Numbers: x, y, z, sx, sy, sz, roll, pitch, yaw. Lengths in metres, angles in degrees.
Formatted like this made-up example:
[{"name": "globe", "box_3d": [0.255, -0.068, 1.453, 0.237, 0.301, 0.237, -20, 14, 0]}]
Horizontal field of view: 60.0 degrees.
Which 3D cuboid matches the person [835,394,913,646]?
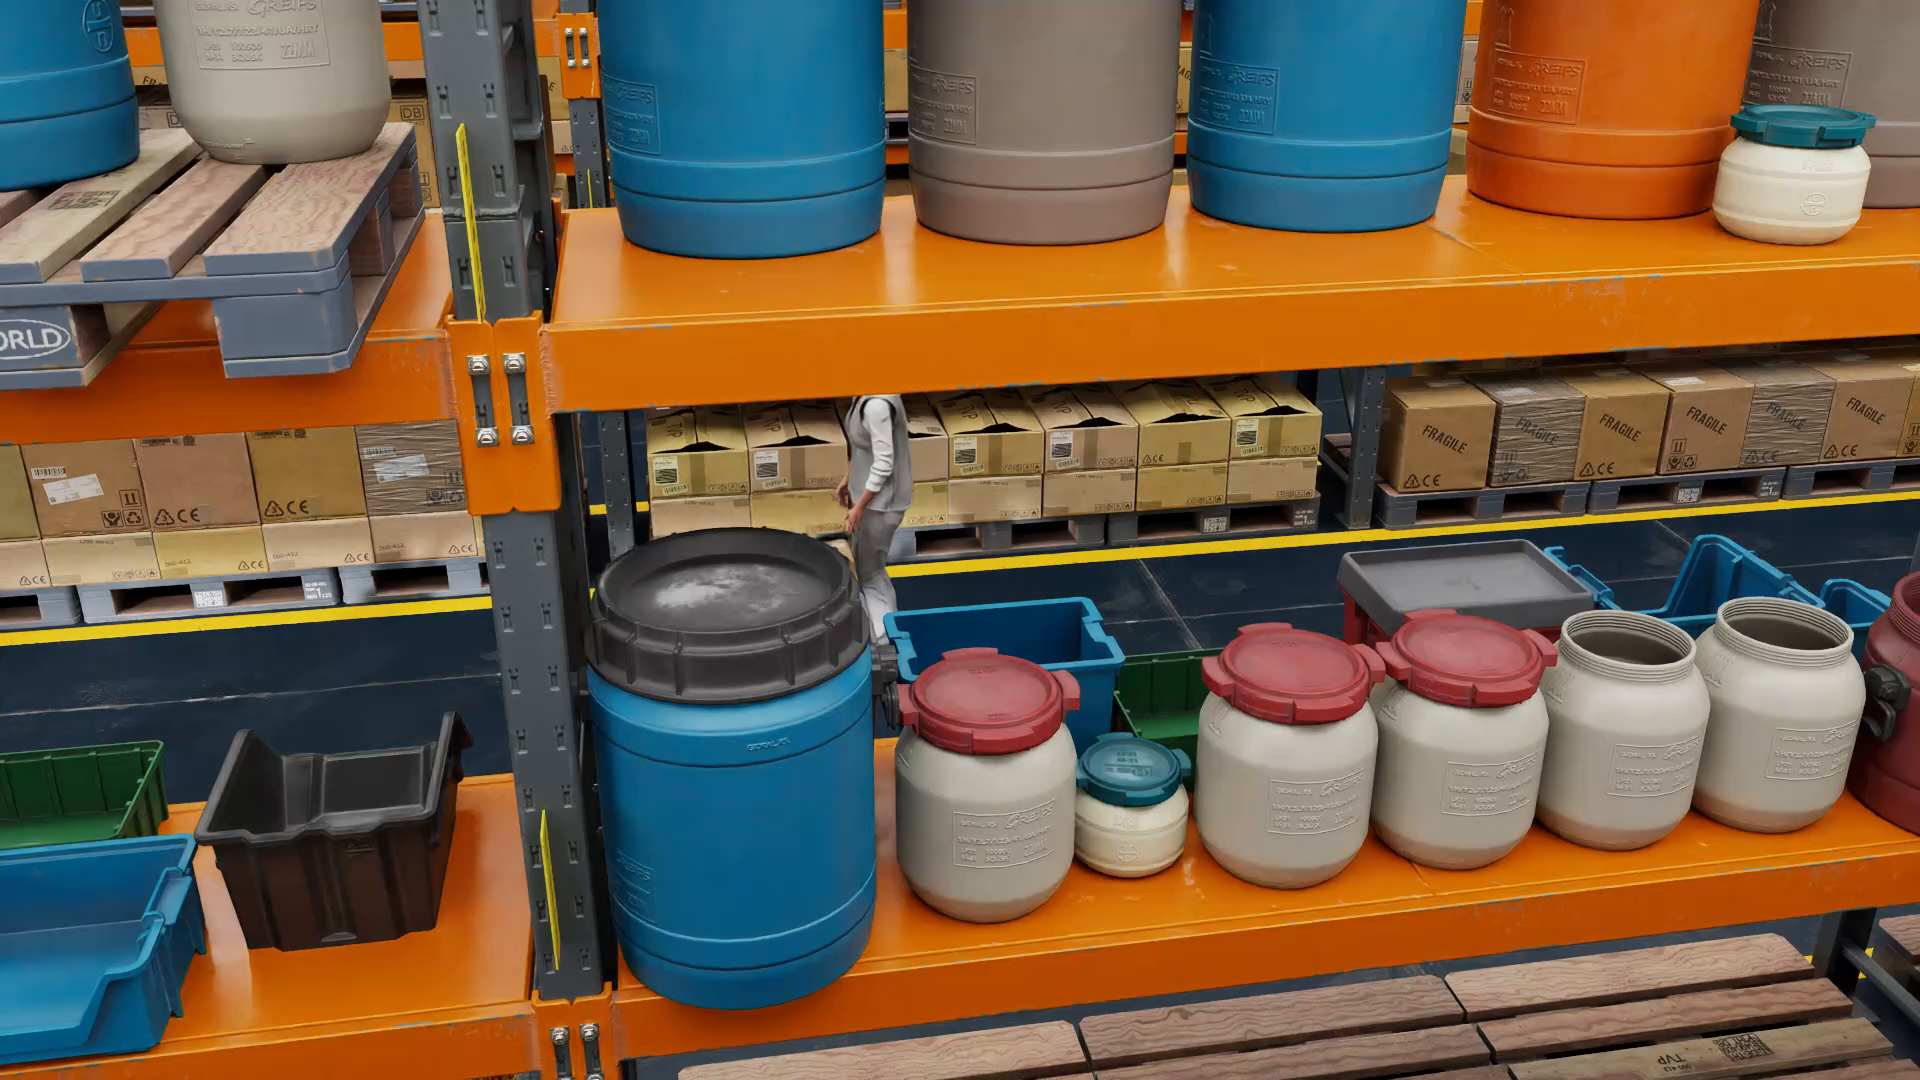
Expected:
[{"name": "person", "box_3d": [-0.391, -0.179, 7.514, 0.336, 1.599, 0.450, -4, 24, -10]}]
